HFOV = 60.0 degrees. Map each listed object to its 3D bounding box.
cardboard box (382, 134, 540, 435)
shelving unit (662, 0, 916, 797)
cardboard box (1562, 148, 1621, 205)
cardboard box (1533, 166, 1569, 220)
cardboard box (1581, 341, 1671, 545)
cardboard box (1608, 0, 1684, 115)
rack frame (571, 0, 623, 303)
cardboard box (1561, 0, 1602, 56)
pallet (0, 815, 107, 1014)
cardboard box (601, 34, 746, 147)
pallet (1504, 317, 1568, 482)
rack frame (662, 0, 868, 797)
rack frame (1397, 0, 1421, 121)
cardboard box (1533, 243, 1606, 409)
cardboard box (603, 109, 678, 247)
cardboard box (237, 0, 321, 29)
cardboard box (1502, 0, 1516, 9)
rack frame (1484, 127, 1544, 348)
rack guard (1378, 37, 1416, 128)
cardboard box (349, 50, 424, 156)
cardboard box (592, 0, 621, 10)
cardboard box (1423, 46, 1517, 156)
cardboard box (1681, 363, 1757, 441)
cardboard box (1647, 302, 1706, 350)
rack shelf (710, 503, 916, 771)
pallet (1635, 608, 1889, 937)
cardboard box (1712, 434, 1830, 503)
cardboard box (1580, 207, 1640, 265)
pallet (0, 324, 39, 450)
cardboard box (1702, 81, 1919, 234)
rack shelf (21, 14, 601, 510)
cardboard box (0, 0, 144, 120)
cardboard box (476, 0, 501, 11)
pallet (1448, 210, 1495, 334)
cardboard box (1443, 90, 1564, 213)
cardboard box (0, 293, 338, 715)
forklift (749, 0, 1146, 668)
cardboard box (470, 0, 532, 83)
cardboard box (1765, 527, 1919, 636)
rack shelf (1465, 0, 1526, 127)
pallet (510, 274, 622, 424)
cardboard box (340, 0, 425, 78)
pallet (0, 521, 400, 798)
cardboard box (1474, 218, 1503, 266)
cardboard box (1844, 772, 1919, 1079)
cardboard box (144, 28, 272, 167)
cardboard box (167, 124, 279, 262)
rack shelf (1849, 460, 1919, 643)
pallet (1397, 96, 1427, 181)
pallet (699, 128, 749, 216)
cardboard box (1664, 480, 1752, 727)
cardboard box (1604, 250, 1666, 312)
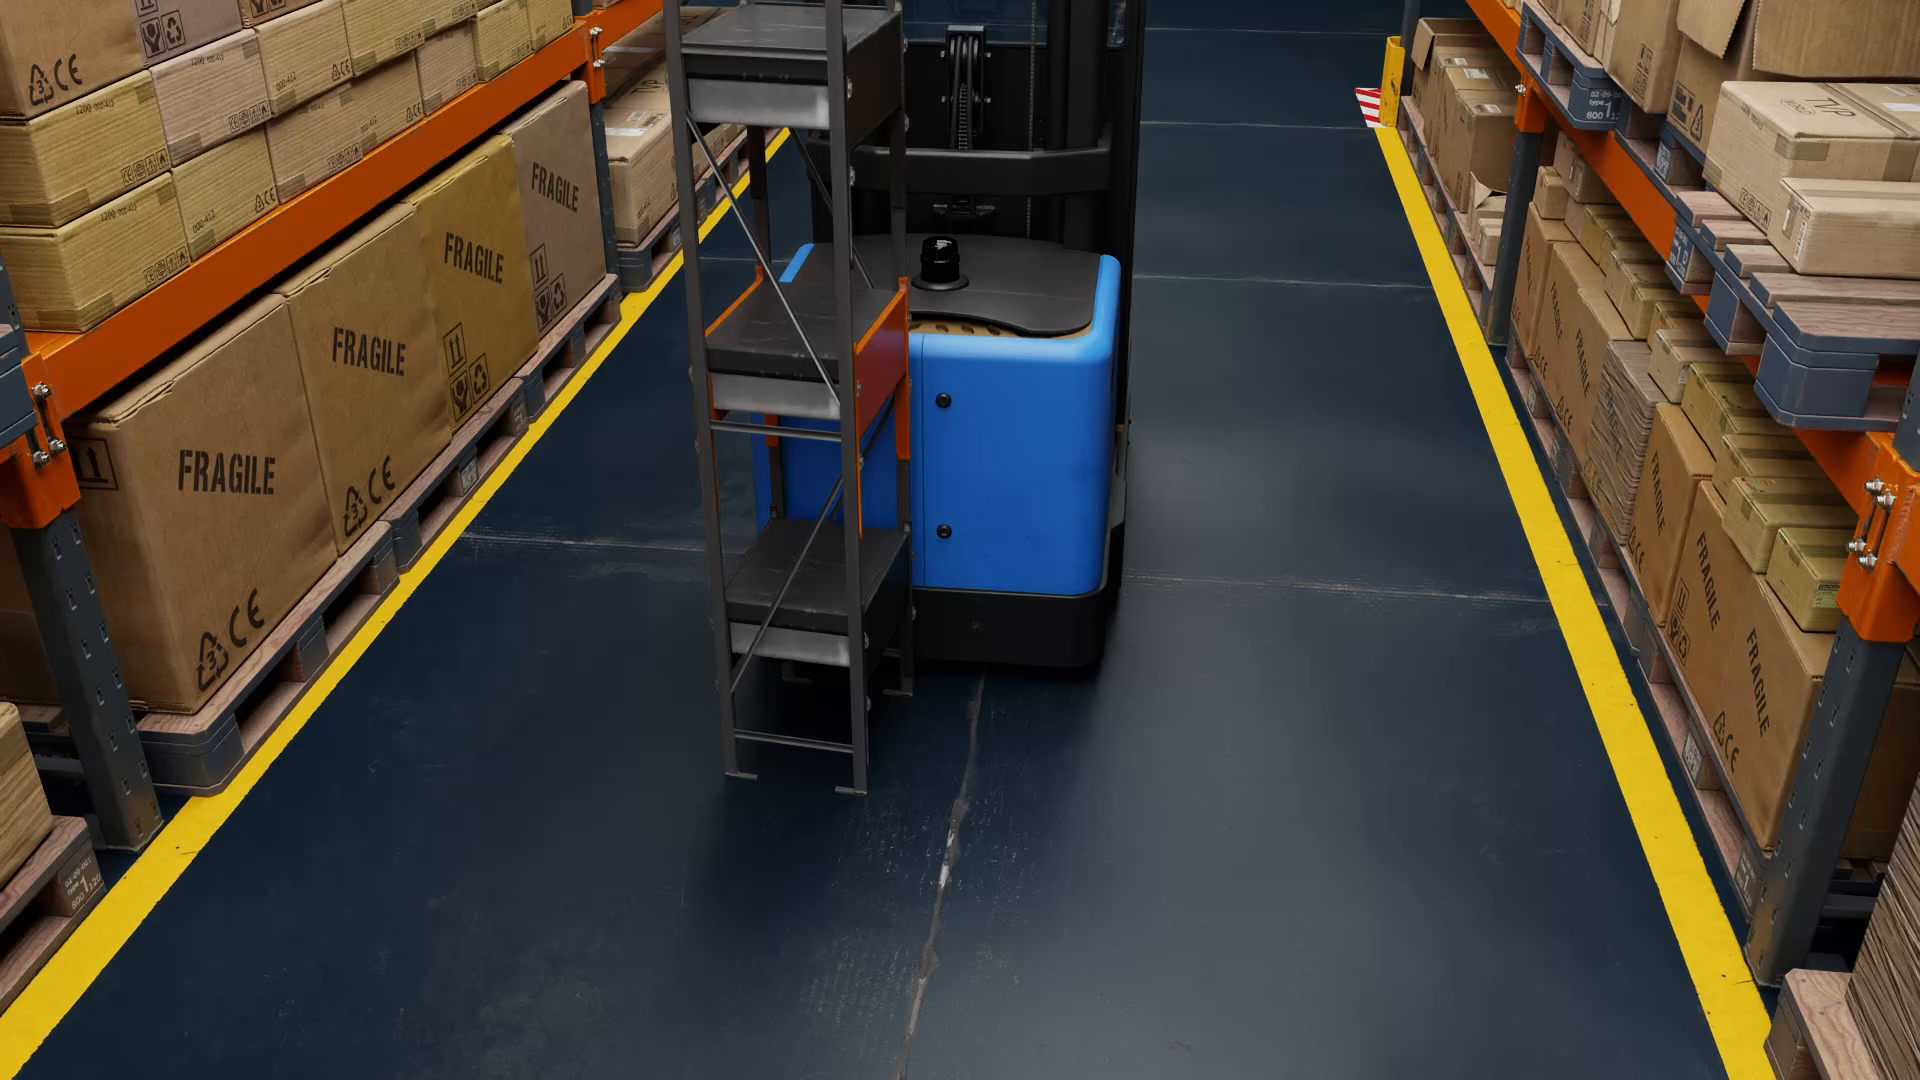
[{"bbox_3d":[-2.196,-0.983,6.209,0.875,0.875,0.875,4,29,8],"label":"cardboard box"},{"bbox_3d":[-0.389,-0.371,4.225,0.431,2.100,0.503,6,29,12],"label":"shelving unit"},{"bbox_3d":[2.538,-1.391,6.365,0.380,0.149,0.250,2,28,4],"label":"cardboard box"},{"bbox_3d":[2.522,-1.385,6.667,0.380,0.149,0.250,5,29,9],"label":"cardboard box"},{"bbox_3d":[2.357,-0.309,5.353,0.500,0.500,0.500,2,28,4],"label":"cardboard box"},{"bbox_3d":[2.389,-1.570,4.953,0.700,0.500,0.500,3,28,6],"label":"cardboard box"},{"bbox_3d":[-2.097,-2.455,7.145,1.000,3.000,0.127,3,28,6],"label":"rack frame"},{"bbox_3d":[2.485,-1.939,5.638,0.700,0.500,0.500,4,29,7],"label":"cardboard box"},{"bbox_3d":[-2.684,1.023,3.629,1.003,0.211,1.213,3,28,6],"label":"pallet"},{"bbox_3d":[-1.692,-2.647,9.760,0.875,0.438,0.875,4,29,8],"label":"cardboard box"},{"bbox_3d":[2.768,-0.556,6.559,1.003,0.211,1.213,3,28,6],"label":"pallet"},{"bbox_3d":[-0.444,-0.258,4.016,0.400,2.100,0.015,6,29,12],"label":"rack frame"},{"bbox_3d":[3.320,-4.051,10.108,1.000,3.000,0.127,3,28,6],"label":"rack frame"},{"bbox_3d":[2.492,-0.787,6.241,0.500,0.500,0.500,3,28,6],"label":"cardboard box"},{"bbox_3d":[-1.913,-1.801,8.190,0.875,0.438,0.875,3,28,5],"label":"cardboard box"},{"bbox_3d":[-2.154,-1.751,4.678,0.500,0.500,0.500,4,29,8],"label":"cardboard box"},{"bbox_3d":[2.636,-2.470,7.438,0.380,0.149,0.250,4,29,8],"label":"cardboard box"},{"bbox_3d":[2.830,-2.169,6.613,1.000,3.000,0.127,3,28,6],"label":"rack frame"},{"bbox_3d":[3.311,-2.915,10.634,1.175,0.500,0.348,3,28,6],"label":"rack guard"},{"bbox_3d":[-2.105,-1.444,5.426,0.500,0.250,0.500,3,28,6],"label":"cardboard box"},{"bbox_3d":[-1.780,-2.705,7.503,0.500,0.500,0.500,4,29,8],"label":"cardboard box"},{"bbox_3d":[3.008,-2.453,9.334,0.700,0.500,0.500,4,29,8],"label":"cardboard box"},{"bbox_3d":[2.335,-0.394,4.827,0.380,0.149,0.250,3,28,5],"label":"cardboard box"},{"bbox_3d":[2.420,-0.638,5.281,0.380,0.149,0.250,3,29,6],"label":"cardboard box"},{"bbox_3d":[-0.389,0.257,4.563,0.431,0.518,0.480,6,29,12],"label":"rack shelf"},{"bbox_3d":[2.469,0.593,4.427,1.003,0.211,1.213,3,28,6],"label":"pallet"},{"bbox_3d":[2.228,-0.155,4.383,0.380,0.149,0.250,2,28,5],"label":"cardboard box"},{"bbox_3d":[2.545,-1.129,6.191,0.380,0.149,0.250,2,28,4],"label":"cardboard box"},{"bbox_3d":[-2.569,-0.146,3.061,1.213,0.211,1.003,3,28,6],"label":"pallet"},{"bbox_3d":[2.148,-0.920,4.010,0.500,0.250,0.500,2,28,4],"label":"cardboard box"},{"bbox_3d":[-2.342,-1.197,5.568,1.077,0.370,4.000,3,28,6],"label":"rack shelf"},{"bbox_3d":[-2.284,-1.275,3.794,0.500,0.500,0.500,2,28,5],"label":"cardboard box"},{"bbox_3d":[-1.963,-2.152,6.213,0.500,0.250,0.500,4,29,7],"label":"cardboard box"},{"bbox_3d":[2.915,-1.264,7.874,1.003,0.211,1.213,3,28,6],"label":"pallet"},{"bbox_3d":[2.880,-1.965,8.427,0.700,0.500,0.500,2,28,4],"label":"cardboard box"},{"bbox_3d":[-2.420,-0.142,4.649,0.875,0.875,0.875,3,28,6],"label":"cardboard box"},{"bbox_3d":[0.074,-1.587,5.606,1.130,2.935,3.031,3,28,6],"label":"forklift"},{"bbox_3d":[-1.965,-1.924,6.316,0.500,0.250,0.500,3,28,5],"label":"cardboard box"},{"bbox_3d":[2.149,0.097,3.916,0.380,0.149,0.250,2,28,4],"label":"cardboard box"},{"bbox_3d":[3.075,-2.793,8.531,1.077,0.370,4.000,3,28,6],"label":"rack shelf"},{"bbox_3d":[-2.117,-0.860,7.124,1.003,0.211,1.213,3,28,6],"label":"pallet"},{"bbox_3d":[-2.067,-1.666,5.310,0.500,0.250,0.500,4,29,7],"label":"cardboard box"},{"bbox_3d":[-2.416,0.289,4.992,1.003,0.211,1.213,3,28,6],"label":"pallet"},{"bbox_3d":[2.607,-1.378,7.708,0.380,0.149,0.250,3,28,5],"label":"cardboard box"},{"bbox_3d":[2.250,0.868,3.038,0.875,0.625,0.625,4,29,8],"label":"cardboard box"},{"bbox_3d":[-2.215,-1.194,4.434,0.500,0.250,0.500,4,29,7],"label":"cardboard box"},{"bbox_3d":[-2.232,-0.965,4.536,0.500,0.250,0.500,3,28,5],"label":"cardboard box"},{"bbox_3d":[2.095,0.972,1.541,1.077,0.370,4.000,3,28,6],"label":"rack shelf"},{"bbox_3d":[3.214,-2.413,10.006,1.003,0.211,1.213,3,28,6],"label":"pallet"},{"bbox_3d":[-1.779,-2.157,9.531,1.003,0.211,1.213,3,28,6],"label":"pallet"},{"bbox_3d":[2.250,0.183,4.440,0.500,0.500,0.500,3,28,5],"label":"cardboard box"},{"bbox_3d":[2.457,-0.884,5.736,0.380,0.149,0.250,3,28,6],"label":"cardboard box"}]
